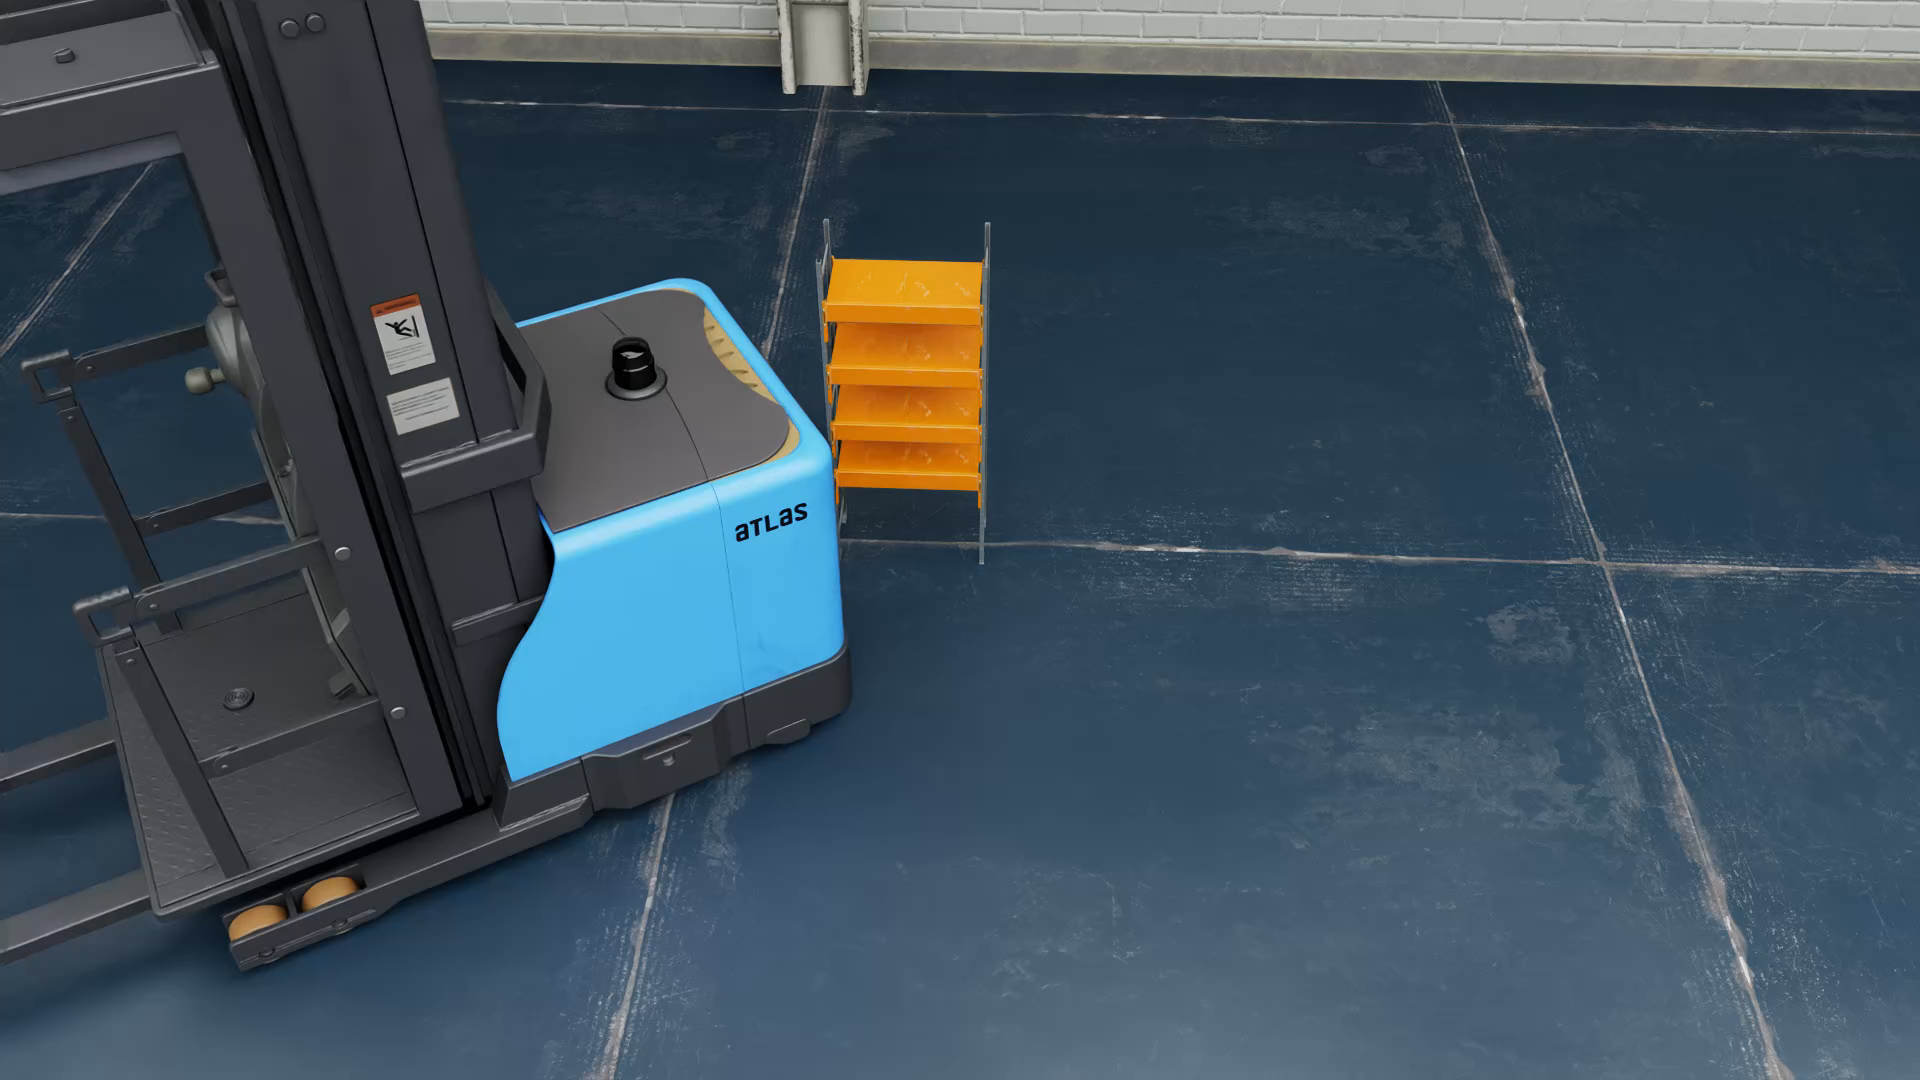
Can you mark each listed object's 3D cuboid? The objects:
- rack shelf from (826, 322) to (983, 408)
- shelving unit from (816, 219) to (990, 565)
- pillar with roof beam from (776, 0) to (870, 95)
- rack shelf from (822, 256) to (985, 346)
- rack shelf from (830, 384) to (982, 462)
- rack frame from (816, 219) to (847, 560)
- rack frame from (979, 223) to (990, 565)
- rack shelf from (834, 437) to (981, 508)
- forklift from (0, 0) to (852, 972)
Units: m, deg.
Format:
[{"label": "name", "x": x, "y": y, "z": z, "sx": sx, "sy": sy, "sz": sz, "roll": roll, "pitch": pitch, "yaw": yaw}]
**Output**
[{"label": "rack shelf", "x": -0.165, "y": -0.559, "z": 5.240, "sx": 0.480, "sy": 0.148, "sz": 0.258, "roll": 2, "pitch": 43, "yaw": 2}, {"label": "shelving unit", "x": -0.165, "y": -0.444, "z": 5.346, "sx": 0.503, "sy": 1.200, "sz": 0.258, "roll": 2, "pitch": 43, "yaw": 2}, {"label": "pillar with roof beam", "x": -0.849, "y": -2.631, "z": 1.972, "sx": 0.400, "sy": 9.000, "sz": 9.100, "roll": 2, "pitch": 43, "yaw": 2}, {"label": "rack shelf", "x": -0.165, "y": -0.732, "z": 5.079, "sx": 0.480, "sy": 0.148, "sz": 0.258, "roll": 2, "pitch": 43, "yaw": 2}, {"label": "rack shelf", "x": -0.165, "y": -0.395, "z": 5.392, "sx": 0.480, "sy": 0.148, "sz": 0.258, "roll": 2, "pitch": 43, "yaw": 2}, {"label": "rack frame", "x": -0.409, "y": -0.452, "z": 5.354, "sx": 0.015, "sy": 1.200, "sz": 0.240, "roll": 2, "pitch": 43, "yaw": 2}, {"label": "rack frame", "x": 0.078, "y": -0.437, "z": 5.338, "sx": 0.015, "sy": 1.200, "sz": 0.240, "roll": 2, "pitch": 43, "yaw": 2}, {"label": "rack shelf", "x": -0.165, "y": -0.250, "z": 5.528, "sx": 0.480, "sy": 0.148, "sz": 0.258, "roll": 2, "pitch": 43, "yaw": 2}, {"label": "forklift", "x": -1.876, "y": -0.337, "z": 3.961, "sx": 3.031, "sy": 2.935, "sz": 1.130, "roll": -20, "pitch": 47, "yaw": -20}]
